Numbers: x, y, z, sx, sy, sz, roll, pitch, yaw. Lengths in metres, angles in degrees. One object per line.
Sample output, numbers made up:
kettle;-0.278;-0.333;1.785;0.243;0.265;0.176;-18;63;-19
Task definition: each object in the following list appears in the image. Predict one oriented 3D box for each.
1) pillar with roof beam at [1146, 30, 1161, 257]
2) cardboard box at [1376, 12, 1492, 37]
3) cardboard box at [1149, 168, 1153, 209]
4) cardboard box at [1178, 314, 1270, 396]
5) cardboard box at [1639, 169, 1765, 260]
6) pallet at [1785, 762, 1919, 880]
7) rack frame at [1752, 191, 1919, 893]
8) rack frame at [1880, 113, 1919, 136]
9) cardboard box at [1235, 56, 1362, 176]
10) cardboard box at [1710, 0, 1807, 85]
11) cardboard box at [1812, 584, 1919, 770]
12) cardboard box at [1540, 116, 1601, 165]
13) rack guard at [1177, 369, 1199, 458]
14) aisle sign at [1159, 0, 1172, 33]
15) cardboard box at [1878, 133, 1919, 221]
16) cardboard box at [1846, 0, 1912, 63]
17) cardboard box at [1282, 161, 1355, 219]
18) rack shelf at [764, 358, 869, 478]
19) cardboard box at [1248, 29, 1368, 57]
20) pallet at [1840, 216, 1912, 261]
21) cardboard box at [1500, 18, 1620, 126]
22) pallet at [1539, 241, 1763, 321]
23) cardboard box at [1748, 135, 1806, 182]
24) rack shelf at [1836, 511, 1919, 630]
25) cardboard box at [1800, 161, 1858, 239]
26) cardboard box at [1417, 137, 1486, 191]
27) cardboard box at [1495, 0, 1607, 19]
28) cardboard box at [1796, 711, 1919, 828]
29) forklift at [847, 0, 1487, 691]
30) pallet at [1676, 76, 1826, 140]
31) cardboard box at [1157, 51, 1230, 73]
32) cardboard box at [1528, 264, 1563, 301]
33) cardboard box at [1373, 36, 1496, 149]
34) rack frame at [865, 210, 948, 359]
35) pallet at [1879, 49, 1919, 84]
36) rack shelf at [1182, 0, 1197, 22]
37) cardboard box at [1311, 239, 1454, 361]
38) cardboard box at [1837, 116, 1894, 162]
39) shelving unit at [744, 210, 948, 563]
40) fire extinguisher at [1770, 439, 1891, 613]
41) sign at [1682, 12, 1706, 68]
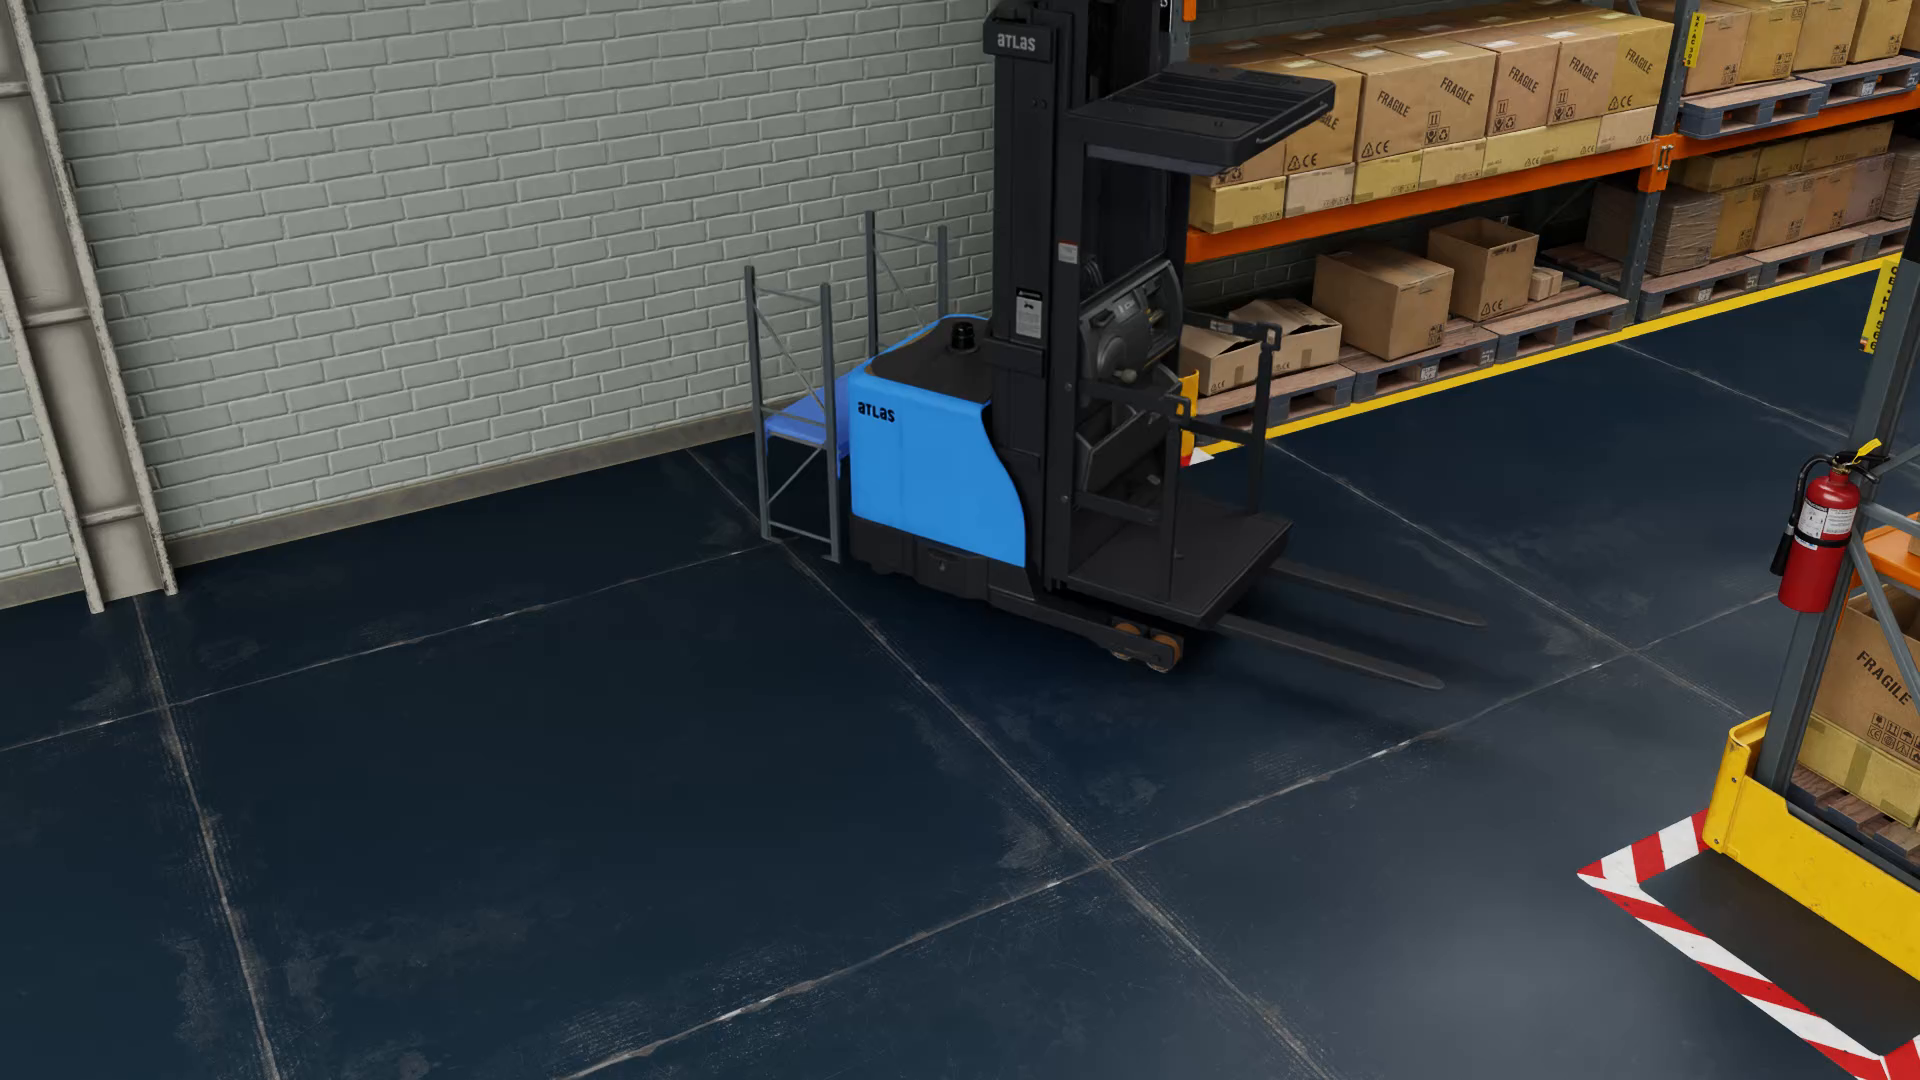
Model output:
pillar with roof beam;3.220;-3.368;5.539;0.400;9.000;9.100;-16;33;-26
cardboard box;2.931;-2.981;10.405;0.500;0.500;0.500;-15;32;-25
cardboard box;1.178;-2.141;9.660;0.500;0.250;0.500;-15;32;-26
cardboard box;1.515;-1.150;10.057;0.500;0.311;0.500;-20;35;-32
cardboard box;5.368;-2.415;12.153;0.500;0.500;0.700;-17;33;-27
pallet;4.024;1.076;6.582;1.213;0.211;1.003;-16;33;-26
rack frame;3.386;0.060;5.537;0.127;3.000;1.000;-16;33;-26
rack frame;7.771;-3.961;12.823;0.127;3.000;1.000;-16;33;-26
cardboard box;1.868;-2.383;9.321;0.500;0.500;0.500;-16;33;-26
cardboard box;5.264;-3.463;11.361;0.500;0.500;0.700;-12;31;-21
cardboard box;3.698;0.496;6.381;0.500;0.500;0.500;-16;33;-26
cardboard box;3.633;-2.564;10.427;0.500;0.250;0.500;-16;33;-26
rack guard;0.939;-0.927;9.912;0.348;0.500;1.175;-16;33;-26
aisle sign;0.963;-2.998;8.388;0.004;0.787;0.394;-16;33;-26
cardboard box;7.176;-2.861;12.962;0.500;0.500;0.700;-15;32;-26
cardboard box;6.308;-3.764;11.907;0.500;0.500;0.700;-16;33;-26
cardboard box;1.895;-2.066;9.524;0.500;0.250;0.500;-17;33;-28
rack shelf;-0.555;-0.659;8.764;0.538;0.185;1.000;17;33;28
cardboard box;2.055;-2.726;9.943;0.500;0.500;0.500;-17;33;-28
pallet;7.096;-2.550;13.151;1.213;0.211;1.003;-16;33;-26
cardboard box;3.644;-2.884;10.230;0.500;0.500;0.500;-16;33;-27
pallet;4.993;-1.952;12.069;1.213;0.211;1.003;-16;33;-26
cardboard box;5.773;-2.834;12.136;0.500;0.250;0.500;-17;33;-28
rack shelf;5.111;-0.115;6.598;4.000;0.370;1.077;-16;33;-26
cardboard box;6.259;-2.650;12.580;0.500;0.500;0.700;-16;33;-27
cardboard box;2.775;-2.311;9.968;0.500;0.250;0.500;-16;32;-26
cardboard box;3.811;-3.225;10.848;0.500;0.500;0.500;-17;33;-27
cardboard box;3.699;0.826;6.561;0.500;0.250;0.500;-16;33;-26
forklift;0.958;-0.971;7.476;3.031;2.935;1.130;17;33;28
pallet;5.055;-3.024;11.324;1.213;0.211;1.003;-16;33;-26
cardboard box;1.172;-2.478;9.494;0.500;0.500;0.500;-16;33;-27
cardboard box;3.876;-1.791;11.367;0.250;0.166;0.380;-21;35;-33
cardboard box;2.756;-2.638;9.784;0.500;0.500;0.500;-15;32;-25
rack frame;-0.283;-1.024;9.053;0.500;1.500;0.032;17;33;28
pallet;7.210;-3.658;12.473;1.003;0.211;1.213;-16;33;-26
rack shelf;2.598;-3.491;9.611;4.000;0.370;1.077;-16;33;-26
cardboard box;2.665;-1.531;10.552;0.500;0.500;0.700;-18;34;-29
cardboard box;6.653;-3.076;12.575;0.500;0.250;0.500;-15;32;-25
shelving unit;-0.555;-0.816;8.677;0.538;1.500;1.048;17;33;28
fire extinguisher;3.049;-0.071;5.854;0.183;0.674;0.296;-16;33;-26
sign;4.604;-3.137;10.434;0.005;0.325;0.100;-16;33;-26
